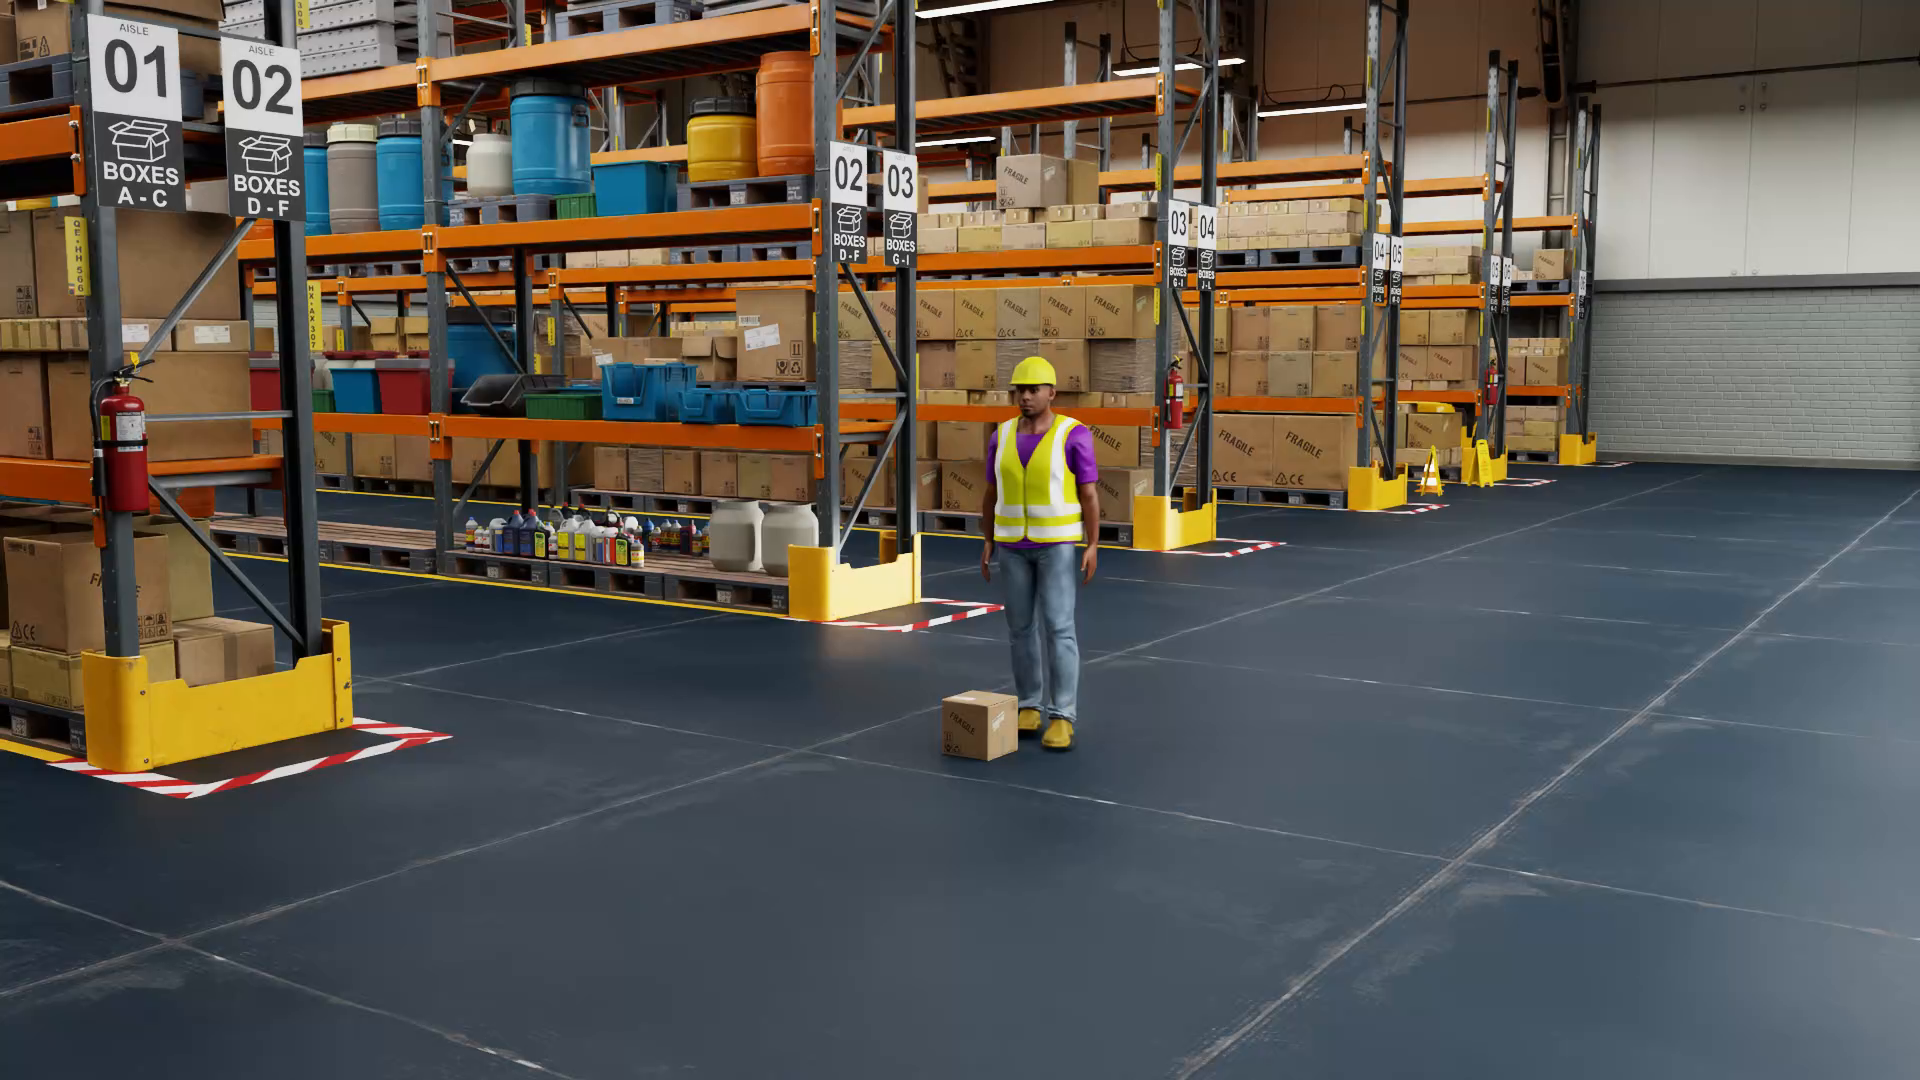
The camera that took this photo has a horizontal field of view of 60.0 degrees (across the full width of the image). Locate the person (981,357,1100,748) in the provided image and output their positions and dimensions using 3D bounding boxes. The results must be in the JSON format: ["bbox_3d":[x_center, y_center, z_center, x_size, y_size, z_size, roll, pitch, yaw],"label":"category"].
[{"bbox_3d":[0.322,0.041,7.728,0.583,1.774,0.548,3,7,25],"label":"person"}]
